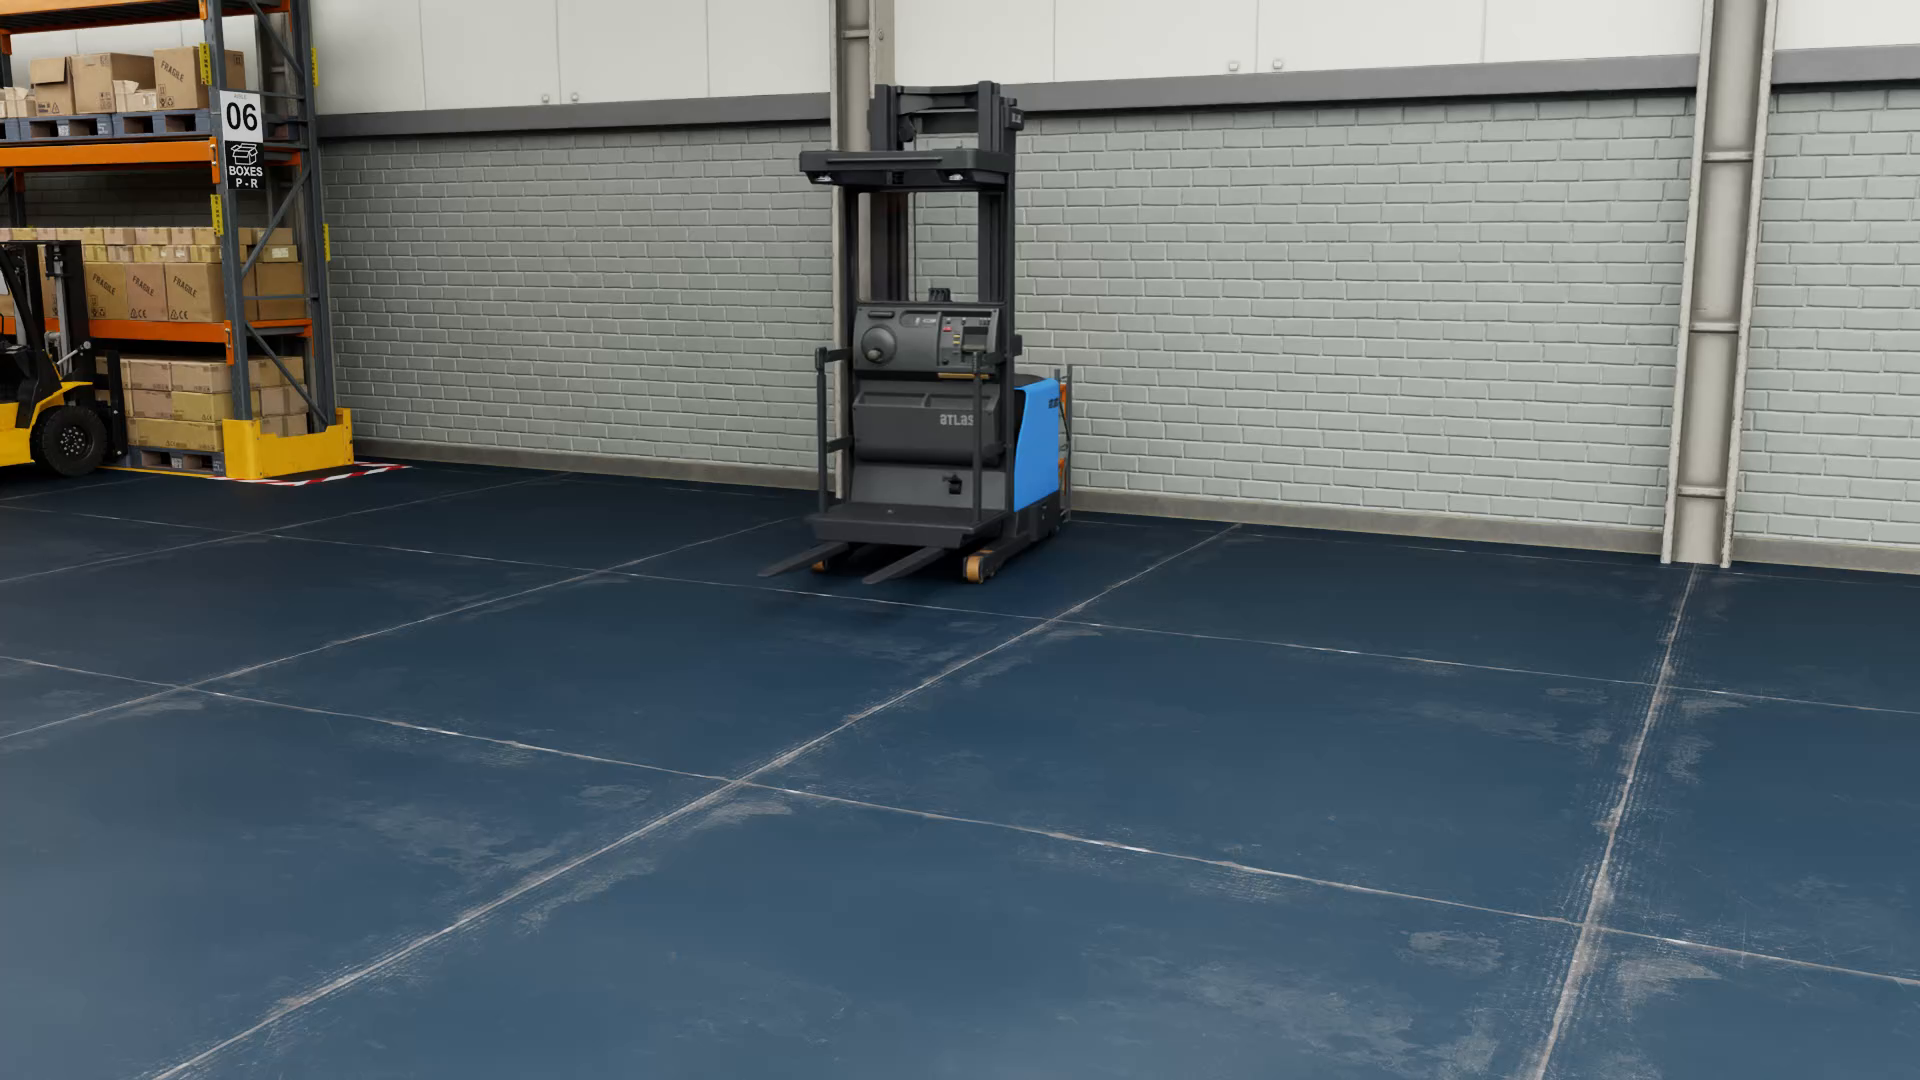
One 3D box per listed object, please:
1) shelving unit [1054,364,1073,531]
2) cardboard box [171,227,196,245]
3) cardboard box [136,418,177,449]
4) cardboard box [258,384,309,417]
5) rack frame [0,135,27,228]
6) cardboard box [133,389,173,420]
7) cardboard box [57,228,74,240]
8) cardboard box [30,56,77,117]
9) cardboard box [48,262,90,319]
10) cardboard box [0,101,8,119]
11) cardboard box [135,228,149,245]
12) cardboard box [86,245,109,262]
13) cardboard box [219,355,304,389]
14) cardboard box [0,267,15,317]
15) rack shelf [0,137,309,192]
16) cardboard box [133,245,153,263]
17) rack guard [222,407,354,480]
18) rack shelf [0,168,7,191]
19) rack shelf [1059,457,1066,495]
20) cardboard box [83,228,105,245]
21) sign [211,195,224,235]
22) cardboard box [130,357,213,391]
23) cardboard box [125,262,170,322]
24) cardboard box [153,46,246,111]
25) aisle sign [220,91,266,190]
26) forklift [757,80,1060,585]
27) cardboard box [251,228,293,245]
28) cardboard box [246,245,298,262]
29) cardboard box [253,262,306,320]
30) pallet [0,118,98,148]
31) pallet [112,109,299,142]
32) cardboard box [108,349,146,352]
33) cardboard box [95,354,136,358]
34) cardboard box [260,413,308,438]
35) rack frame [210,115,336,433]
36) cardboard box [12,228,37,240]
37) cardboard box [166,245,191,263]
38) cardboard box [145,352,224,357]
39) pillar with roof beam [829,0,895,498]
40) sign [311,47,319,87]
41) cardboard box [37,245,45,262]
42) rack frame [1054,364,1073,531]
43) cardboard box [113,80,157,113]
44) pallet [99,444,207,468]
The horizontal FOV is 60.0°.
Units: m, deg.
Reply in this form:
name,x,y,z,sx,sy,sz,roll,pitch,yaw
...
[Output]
name,x,y,z,sx,sy,sz,roll,pitch,yaw
shelving unit,0.233,-0.685,11.855,1.048,1.125,0.538,3,11,15
cardboard box,-6.539,-2.613,14.310,0.250,0.149,0.380,5,11,26
cardboard box,-6.893,-0.971,14.712,0.500,0.250,0.500,5,11,26
cardboard box,-6.220,-1.259,14.904,0.500,0.250,0.500,5,12,27
rack frame,-9.477,-2.405,16.095,0.127,3.000,1.000,5,11,26
cardboard box,-6.910,-1.219,14.680,0.500,0.250,0.500,5,11,25
cardboard box,-7.901,-2.741,15.018,0.250,0.149,0.380,5,11,26
cardboard box,-7.777,-4.017,14.831,0.637,0.503,0.797,5,12,28
cardboard box,-7.824,-2.256,14.993,0.500,0.500,0.500,5,11,26
cardboard box,-8.520,-3.869,15.006,0.250,0.149,0.380,5,12,28
cardboard box,-6.976,-2.661,14.574,0.250,0.149,0.380,5,11,26
cardboard box,-7.486,-2.538,14.728,0.250,0.149,0.380,5,11,26
cardboard box,-6.237,-1.503,14.848,0.500,0.250,0.500,5,11,25
cardboard box,-8.720,-2.339,15.450,0.500,0.500,0.500,5,12,27
rack shelf,-7.683,-3.369,15.021,4.000,0.370,1.077,5,11,26
cardboard box,-6.990,-2.508,14.561,0.250,0.149,0.380,5,11,25
rack guard,-5.868,-0.858,14.566,0.348,0.500,1.175,5,11,26
rack shelf,-11.271,-3.684,16.763,4.000,0.370,1.077,5,11,26
rack shelf,0.233,-0.444,11.898,1.000,0.278,0.538,3,11,15
cardboard box,-7.493,-2.684,14.698,0.250,0.149,0.380,5,12,27
sign,-6.142,-2.690,13.757,0.005,0.325,0.100,5,11,26
cardboard box,-6.901,-1.461,14.614,0.500,0.250,0.500,5,12,27
cardboard box,-6.909,-2.178,14.561,0.500,0.500,0.500,5,12,28
cardboard box,-6.395,-3.867,14.009,0.500,0.500,0.500,5,12,28
aisle sign,-5.961,-3.317,13.834,0.004,0.787,0.394,5,11,26
forklift,-0.279,-1.269,10.012,1.130,2.935,3.031,4,11,19
cardboard box,-6.097,-2.665,14.595,0.250,0.149,0.380,5,11,25
cardboard box,-6.079,-2.526,14.663,0.250,0.149,0.380,5,11,24
cardboard box,-6.211,-2.222,14.805,0.500,0.500,0.500,5,12,28
pallet,-8.701,-3.774,15.487,1.213,0.211,1.003,5,11,26
pallet,-6.513,-3.582,14.425,1.213,0.211,1.003,5,11,26
cardboard box,-8.041,-1.663,15.731,0.500,0.250,0.500,5,11,26
cardboard box,-7.809,-1.540,15.053,0.500,0.250,0.500,5,11,25
cardboard box,-6.244,-1.013,14.947,0.500,0.250,0.500,5,11,26
rack frame,-5.890,-2.090,14.354,0.127,3.000,1.000,5,11,26
cardboard box,-8.385,-2.769,15.172,0.250,0.149,0.380,5,11,25
cardboard box,-6.567,-2.456,14.276,0.250,0.149,0.380,5,12,27
cardboard box,-7.131,-1.583,15.290,0.500,0.250,0.500,5,11,25
pillar with roof beam,-2.640,-4.080,8.506,0.400,9.000,9.100,5,11,26
sign,-5.639,-4.123,14.489,0.005,0.325,0.100,5,11,26
cardboard box,-8.172,-2.601,15.075,0.250,0.149,0.380,5,11,24
rack frame,0.724,-0.661,11.727,0.032,1.125,0.500,3,11,15
cardboard box,-6.995,-3.792,14.255,0.258,0.266,0.396,5,11,26
pallet,-7.684,-0.867,15.430,1.213,0.211,1.003,5,11,26
